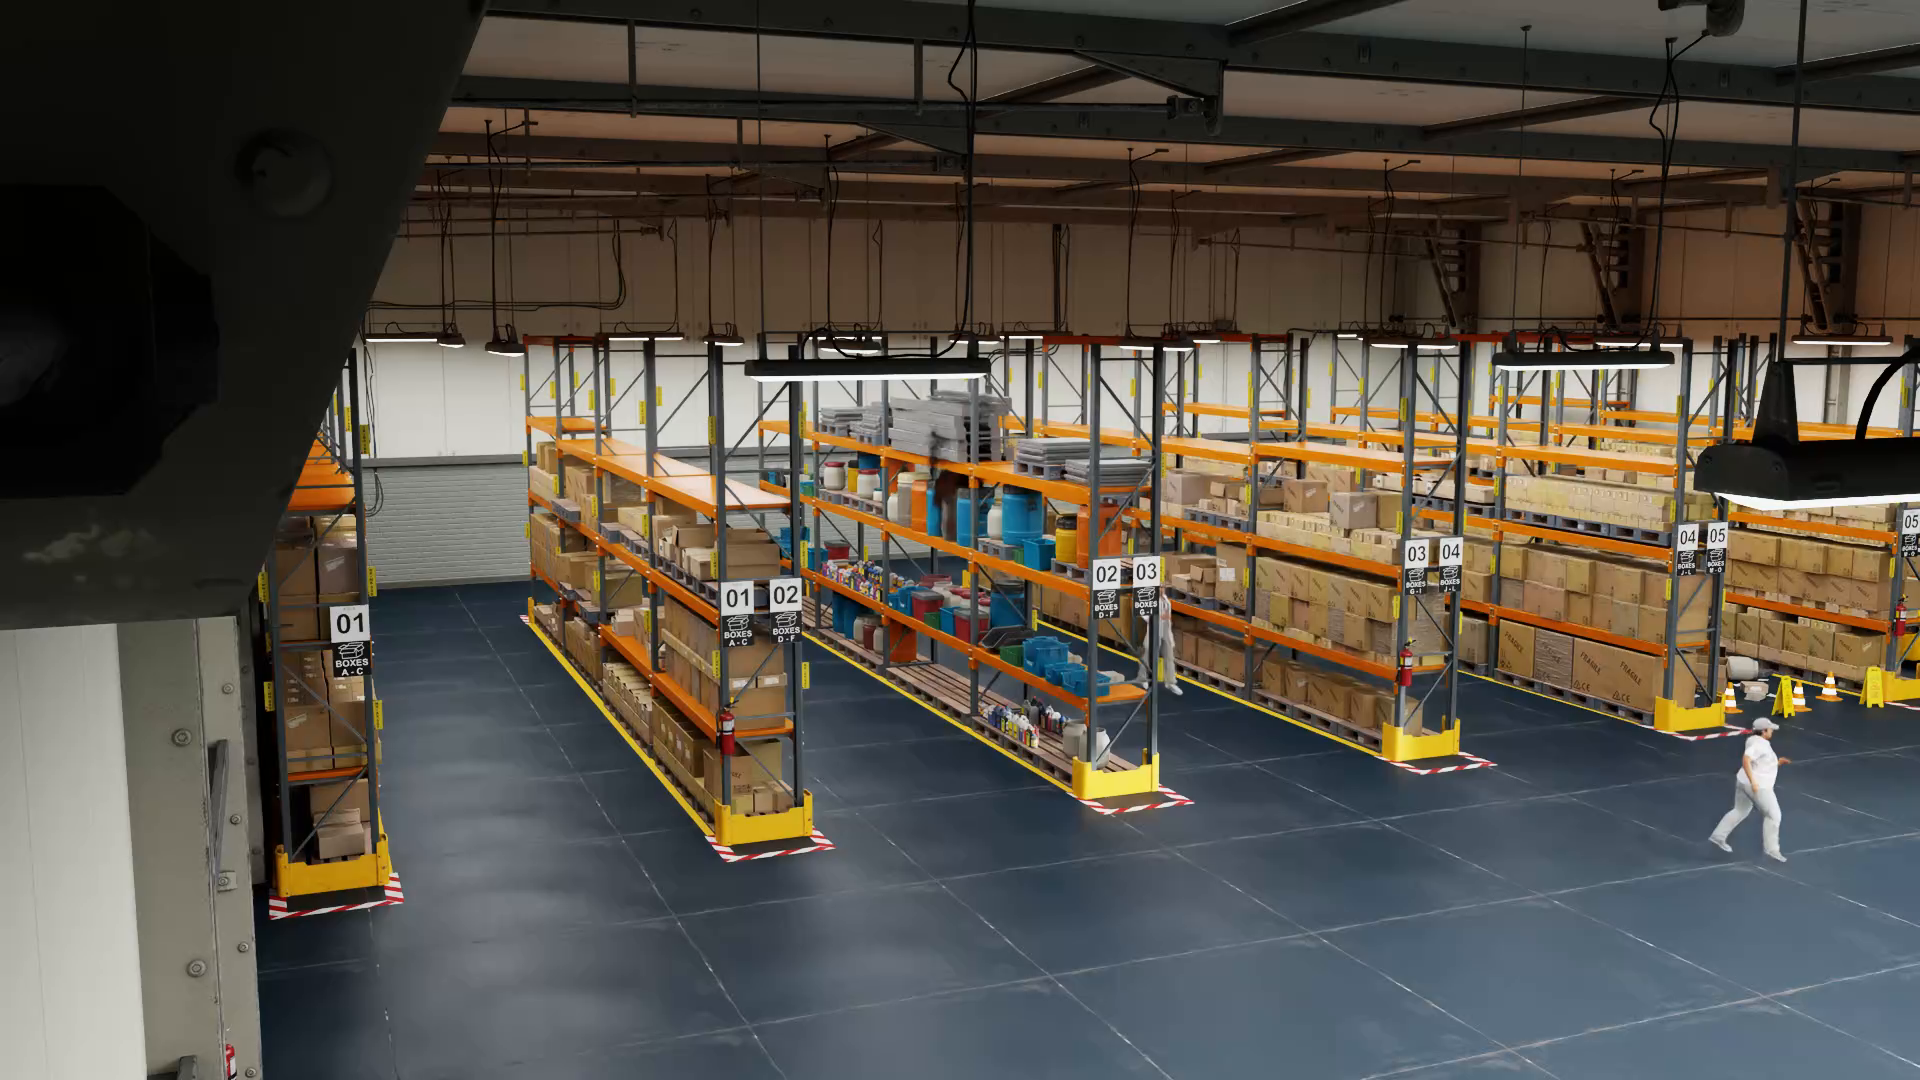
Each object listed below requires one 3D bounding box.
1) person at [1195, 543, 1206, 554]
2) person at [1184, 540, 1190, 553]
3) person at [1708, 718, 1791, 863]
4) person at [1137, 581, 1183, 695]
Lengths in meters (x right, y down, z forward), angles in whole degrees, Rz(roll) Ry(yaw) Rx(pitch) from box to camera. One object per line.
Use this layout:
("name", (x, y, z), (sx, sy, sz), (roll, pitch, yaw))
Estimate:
("person", (6.014, -0.009, 41.550), (0.520, 1.634, 0.650), (4, 9, 28))
("person", (5.693, -0.082, 42.006), (0.580, 1.663, 0.562), (-3, 8, -20))
("person", (9.282, 2.918, 19.492), (0.855, 1.711, 0.580), (1, 8, 4))
("person", (3.224, 1.605, 26.923), (0.698, 1.738, 0.916), (-5, 9, -35))
